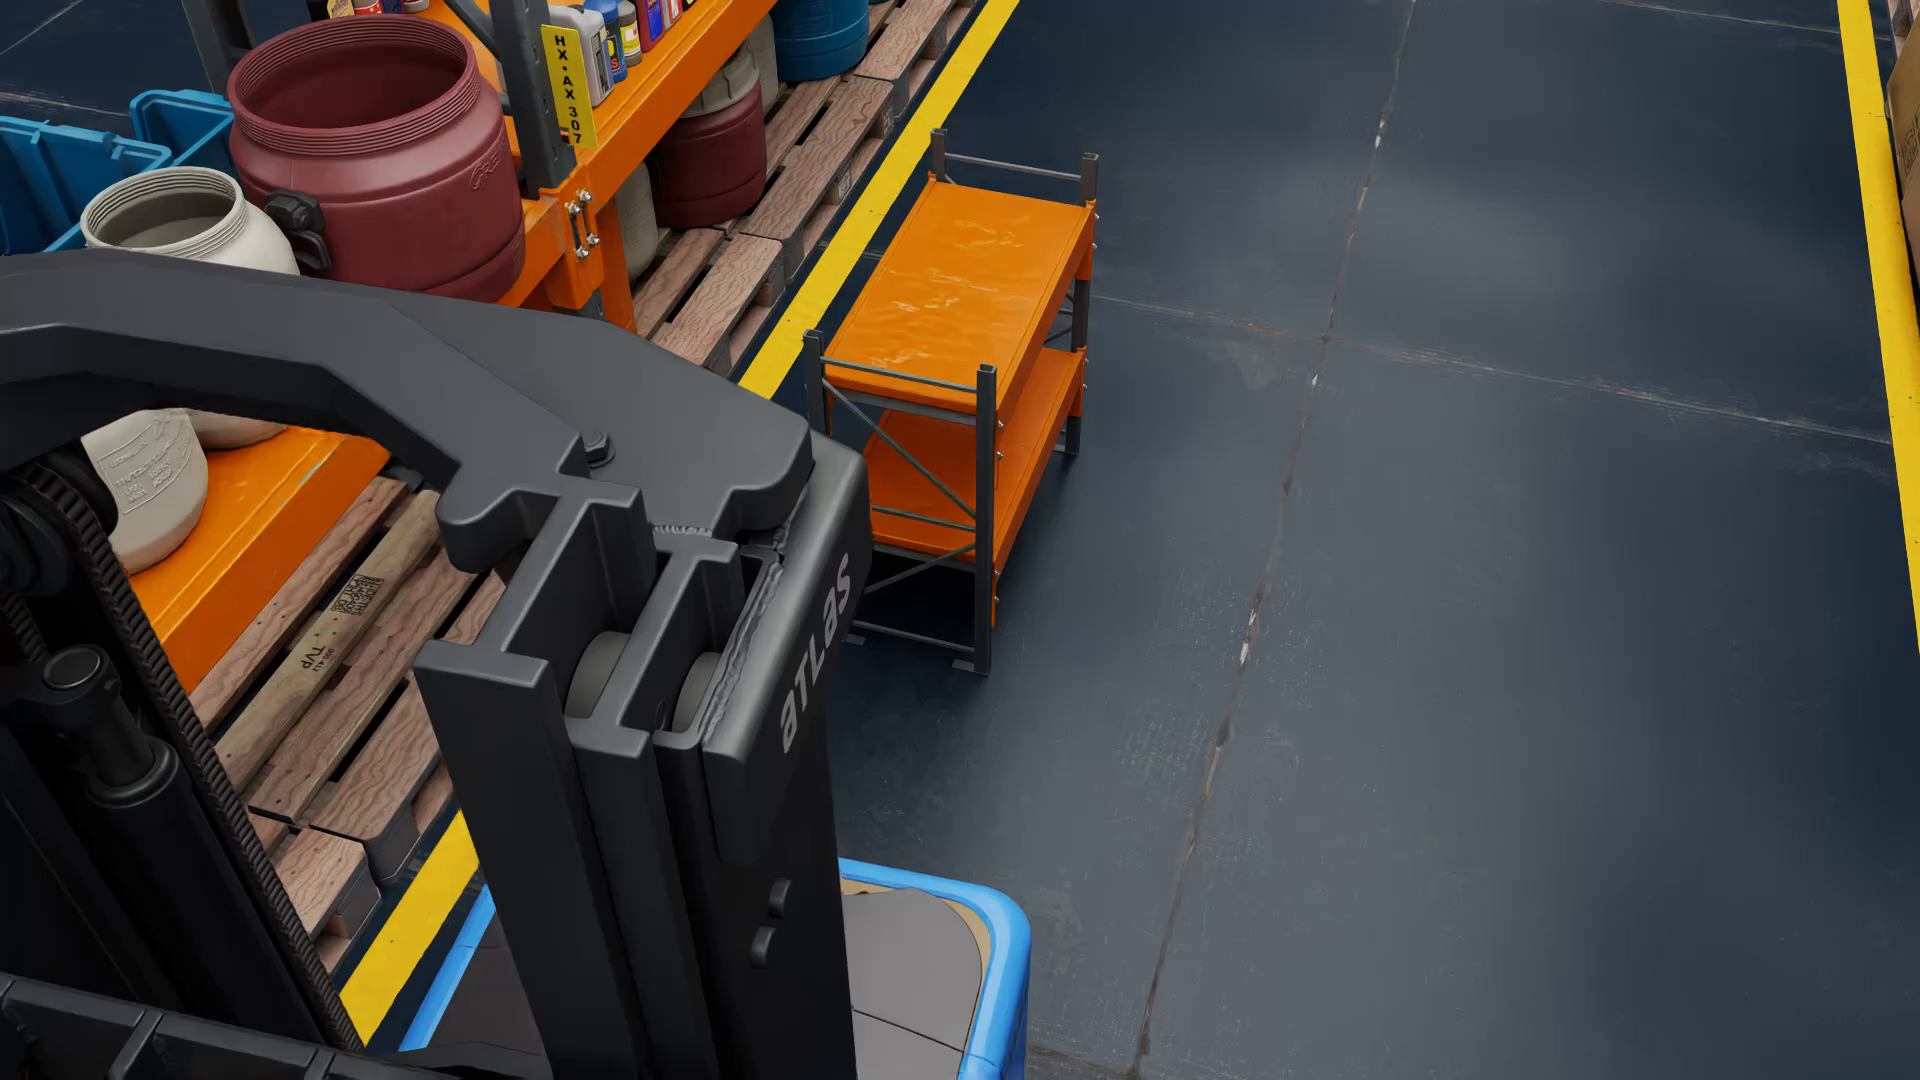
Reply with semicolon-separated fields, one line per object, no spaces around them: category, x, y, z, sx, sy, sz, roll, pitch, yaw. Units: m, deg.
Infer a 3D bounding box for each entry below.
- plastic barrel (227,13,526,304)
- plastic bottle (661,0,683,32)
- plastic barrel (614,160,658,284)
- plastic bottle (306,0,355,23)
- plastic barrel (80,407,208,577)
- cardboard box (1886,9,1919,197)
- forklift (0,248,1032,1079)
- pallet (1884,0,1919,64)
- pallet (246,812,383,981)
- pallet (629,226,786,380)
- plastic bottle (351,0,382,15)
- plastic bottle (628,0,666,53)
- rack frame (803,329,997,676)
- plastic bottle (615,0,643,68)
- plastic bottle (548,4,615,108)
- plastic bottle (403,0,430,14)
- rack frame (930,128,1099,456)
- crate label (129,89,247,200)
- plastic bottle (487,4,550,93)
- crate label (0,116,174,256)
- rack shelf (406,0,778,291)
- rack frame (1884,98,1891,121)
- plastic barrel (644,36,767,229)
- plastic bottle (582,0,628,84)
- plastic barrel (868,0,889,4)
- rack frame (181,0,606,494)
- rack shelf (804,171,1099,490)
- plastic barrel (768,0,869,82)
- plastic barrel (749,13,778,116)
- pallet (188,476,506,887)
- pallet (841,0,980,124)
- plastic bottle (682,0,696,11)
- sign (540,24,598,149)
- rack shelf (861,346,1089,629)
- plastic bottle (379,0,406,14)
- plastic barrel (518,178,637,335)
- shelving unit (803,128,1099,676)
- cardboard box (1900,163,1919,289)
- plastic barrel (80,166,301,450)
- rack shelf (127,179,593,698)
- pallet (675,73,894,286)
plastic barrel;-1.348;-0.852;3.879;0.600;0.536;0.708;13;46;13
plastic bottle;-0.917;-1.661;4.891;0.152;0.276;0.135;13;46;13
plastic barrel;-1.279;-1.163;5.772;0.421;0.512;0.421;0;44;0
plastic bottle;-1.781;-1.495;4.717;0.061;0.283;0.133;13;46;13
plastic barrel;-1.732;-0.205;3.235;0.421;0.512;0.421;0;44;0
cardboard box;4.260;-1.754;6.117;1.225;0.875;0.875;13;46;13
forklift;-0.689;1.300;1.826;1.130;2.935;3.031;9;45;9
pallet;4.740;-2.288;7.437;1.003;0.211;1.213;13;46;13
pallet;-2.140;1.138;3.936;1.003;0.211;1.213;13;46;13
pallet;-1.298;-0.715;5.829;1.003;0.211;1.213;13;46;13
plastic bottle;-1.728;-1.539;4.820;0.097;0.201;0.097;0;44;0
plastic bottle;-0.915;-1.565;4.788;0.061;0.283;0.133;13;46;13
rack frame;-0.152;-0.068;4.515;0.500;1.125;0.032;13;46;13
plastic bottle;-0.967;-1.462;4.742;0.097;0.201;0.097;0;44;0
plastic bottle;-1.058;-1.352;4.576;0.152;0.276;0.135;13;46;13
plastic bottle;-1.659;-1.693;4.977;0.097;0.201;0.097;0;44;0
rack frame;0.156;-0.745;5.207;0.500;1.125;0.032;13;46;13
crate label;-1.981;-0.916;4.161;0.303;0.233;0.416;13;46;13
plastic bottle;-1.203;-1.385;4.609;0.152;0.276;0.135;13;46;13
crate label;-2.055;-0.585;3.677;0.502;0.435;0.616;13;46;13
rack shelf;-0.891;-2.253;5.922;1.077;0.370;4.000;13;46;13
rack frame;4.435;-2.794;5.961;1.000;3.000;0.127;13;46;13
plastic barrel;-1.023;-1.548;6.111;0.600;0.588;0.708;13;46;13
plastic bottle;-0.996;-1.422;4.651;0.097;0.271;0.097;0;44;0
plastic barrel;-0.466;-2.884;7.253;0.600;0.901;0.708;13;46;13
rack frame;-1.497;-1.177;4.308;1.000;3.000;0.127;13;46;13
rack shelf;0.002;-0.616;4.656;0.538;0.278;1.000;13;46;13
plastic barrel;-0.681;-2.412;6.770;0.600;0.901;0.708;13;46;13
plastic barrel;-0.937;-1.916;6.541;0.421;0.512;0.421;0;44;0
pallet;-1.768;0.328;4.764;1.003;0.211;1.213;13;46;13
pallet;-0.559;-2.341;7.491;1.003;0.211;1.213;13;46;13
plastic bottle;-0.833;-1.743;4.970;0.061;0.283;0.133;13;46;13
sign;-0.970;-1.123;4.137;0.100;0.325;0.005;13;46;13
rack shelf;0.002;-0.232;5.032;0.538;0.278;1.000;13;46;13
plastic bottle;-1.711;-1.649;4.874;0.061;0.283;0.133;13;46;13
plastic barrel;-1.365;-0.881;5.257;0.600;0.830;0.708;13;46;13
shelving unit;0.002;-0.407;4.861;0.538;1.125;1.048;13;46;13
cardboard box;3.991;-1.158;5.508;1.225;0.875;0.875;11;45;11
plastic barrel;-1.605;-0.486;3.522;0.421;0.512;0.421;0;44;0
rack shelf;-2.102;0.413;3.197;1.077;0.370;4.000;13;46;13
pallet;-0.926;-1.525;6.658;1.003;0.211;1.213;13;46;13
